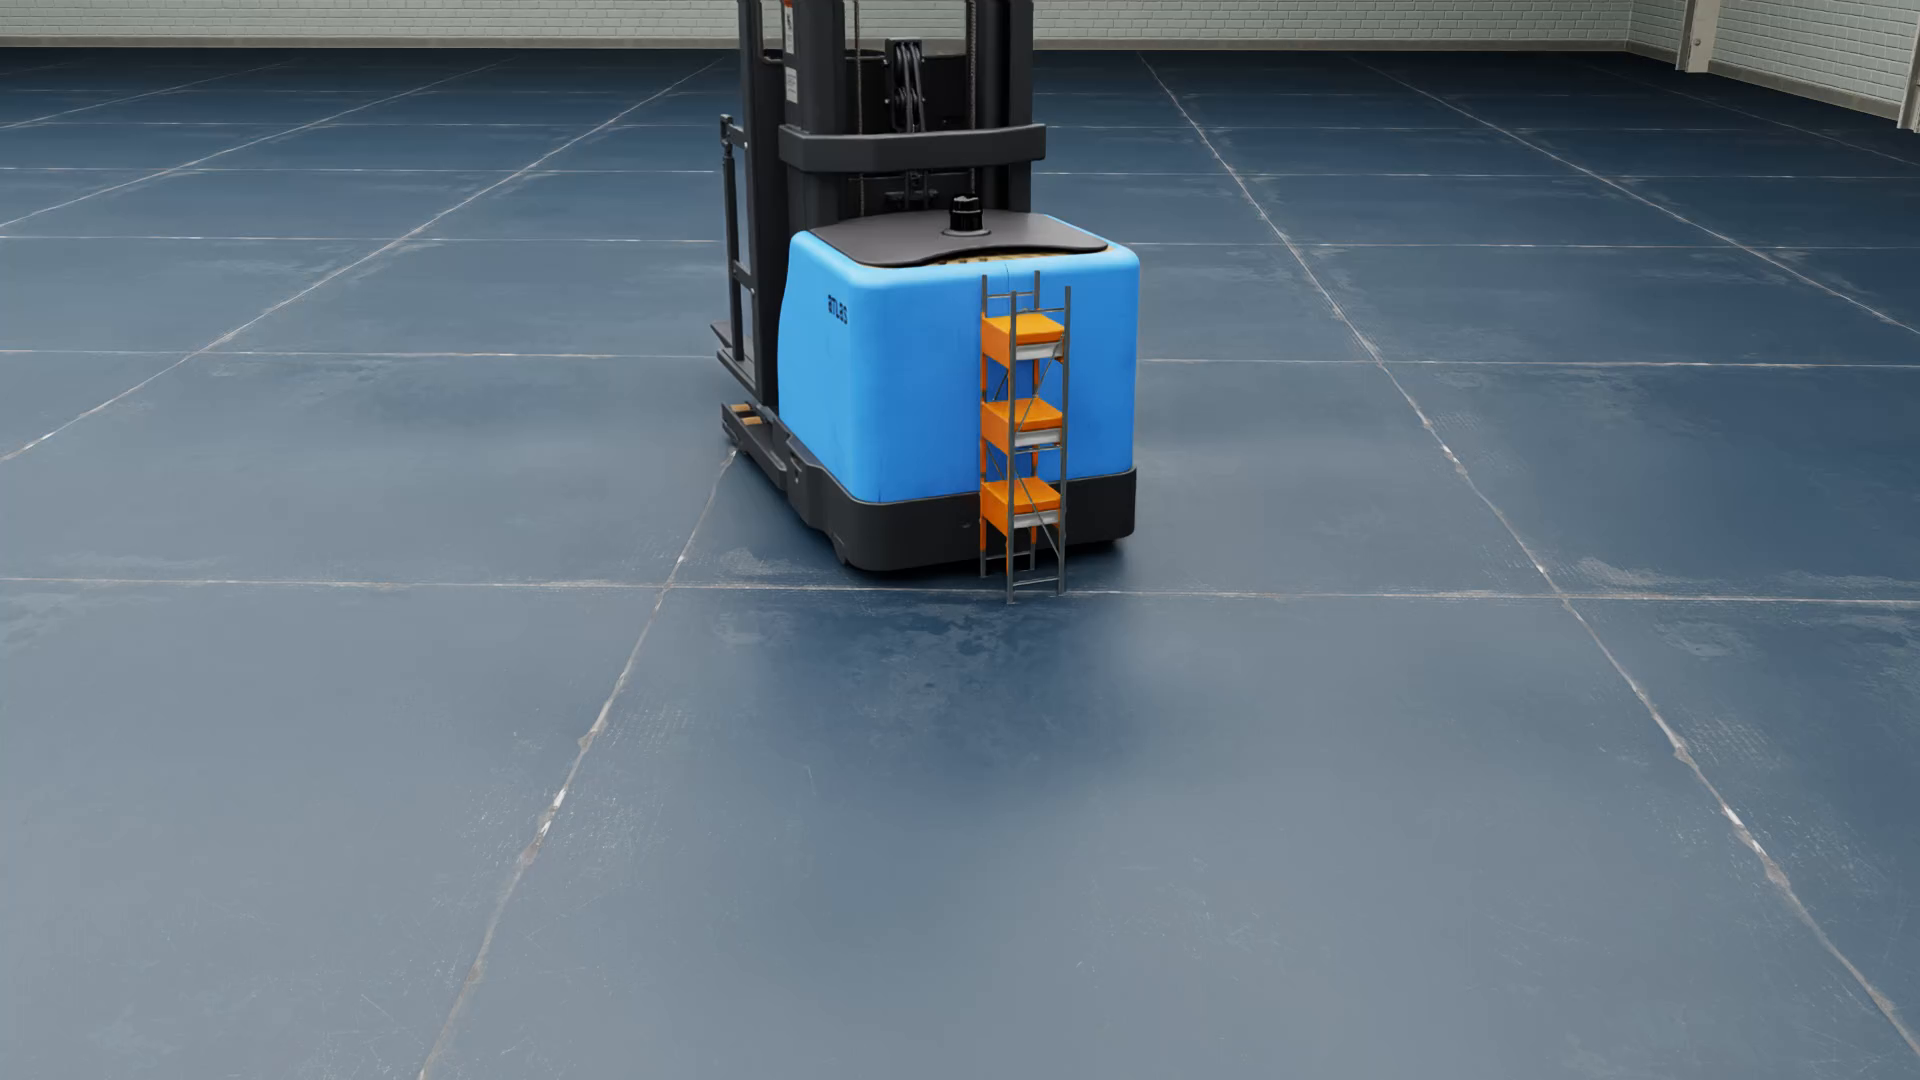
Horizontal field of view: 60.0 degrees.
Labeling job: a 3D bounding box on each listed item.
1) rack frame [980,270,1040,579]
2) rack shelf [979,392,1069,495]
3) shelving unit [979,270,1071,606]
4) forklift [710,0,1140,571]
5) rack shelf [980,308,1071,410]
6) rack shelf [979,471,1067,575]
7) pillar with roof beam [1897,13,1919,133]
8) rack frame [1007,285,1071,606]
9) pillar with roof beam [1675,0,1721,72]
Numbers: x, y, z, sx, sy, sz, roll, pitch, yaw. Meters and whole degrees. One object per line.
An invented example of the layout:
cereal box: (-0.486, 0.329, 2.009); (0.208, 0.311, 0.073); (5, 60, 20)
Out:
rack frame: (0.164, -0.370, 5.531); (0.200, 1.050, 0.008); (-8, 23, -19)
rack shelf: (0.207, -0.319, 5.428); (0.215, 0.259, 0.240); (-8, 23, -19)
shelving unit: (0.207, -0.328, 5.424); (0.215, 1.050, 0.252); (-8, 23, -19)
forklift: (-0.374, -1.762, 6.519); (1.130, 2.935, 3.031); (-8, 23, -19)
rack shelf: (0.207, -0.583, 5.325); (0.215, 0.259, 0.240); (-8, 23, -19)
rack shelf: (0.207, -0.059, 5.528); (0.215, 0.259, 0.240); (-8, 23, -19)
pillar with roof beam: (5.251, -8.311, 15.009); (9.100, 9.000, 0.400); (1, 21, 2)
rack frame: (0.250, -0.287, 5.318); (0.200, 1.050, 0.008); (-8, 23, -19)
pillar with roof beam: (5.433, -10.481, 20.600); (9.100, 9.000, 0.400); (1, 21, 2)
